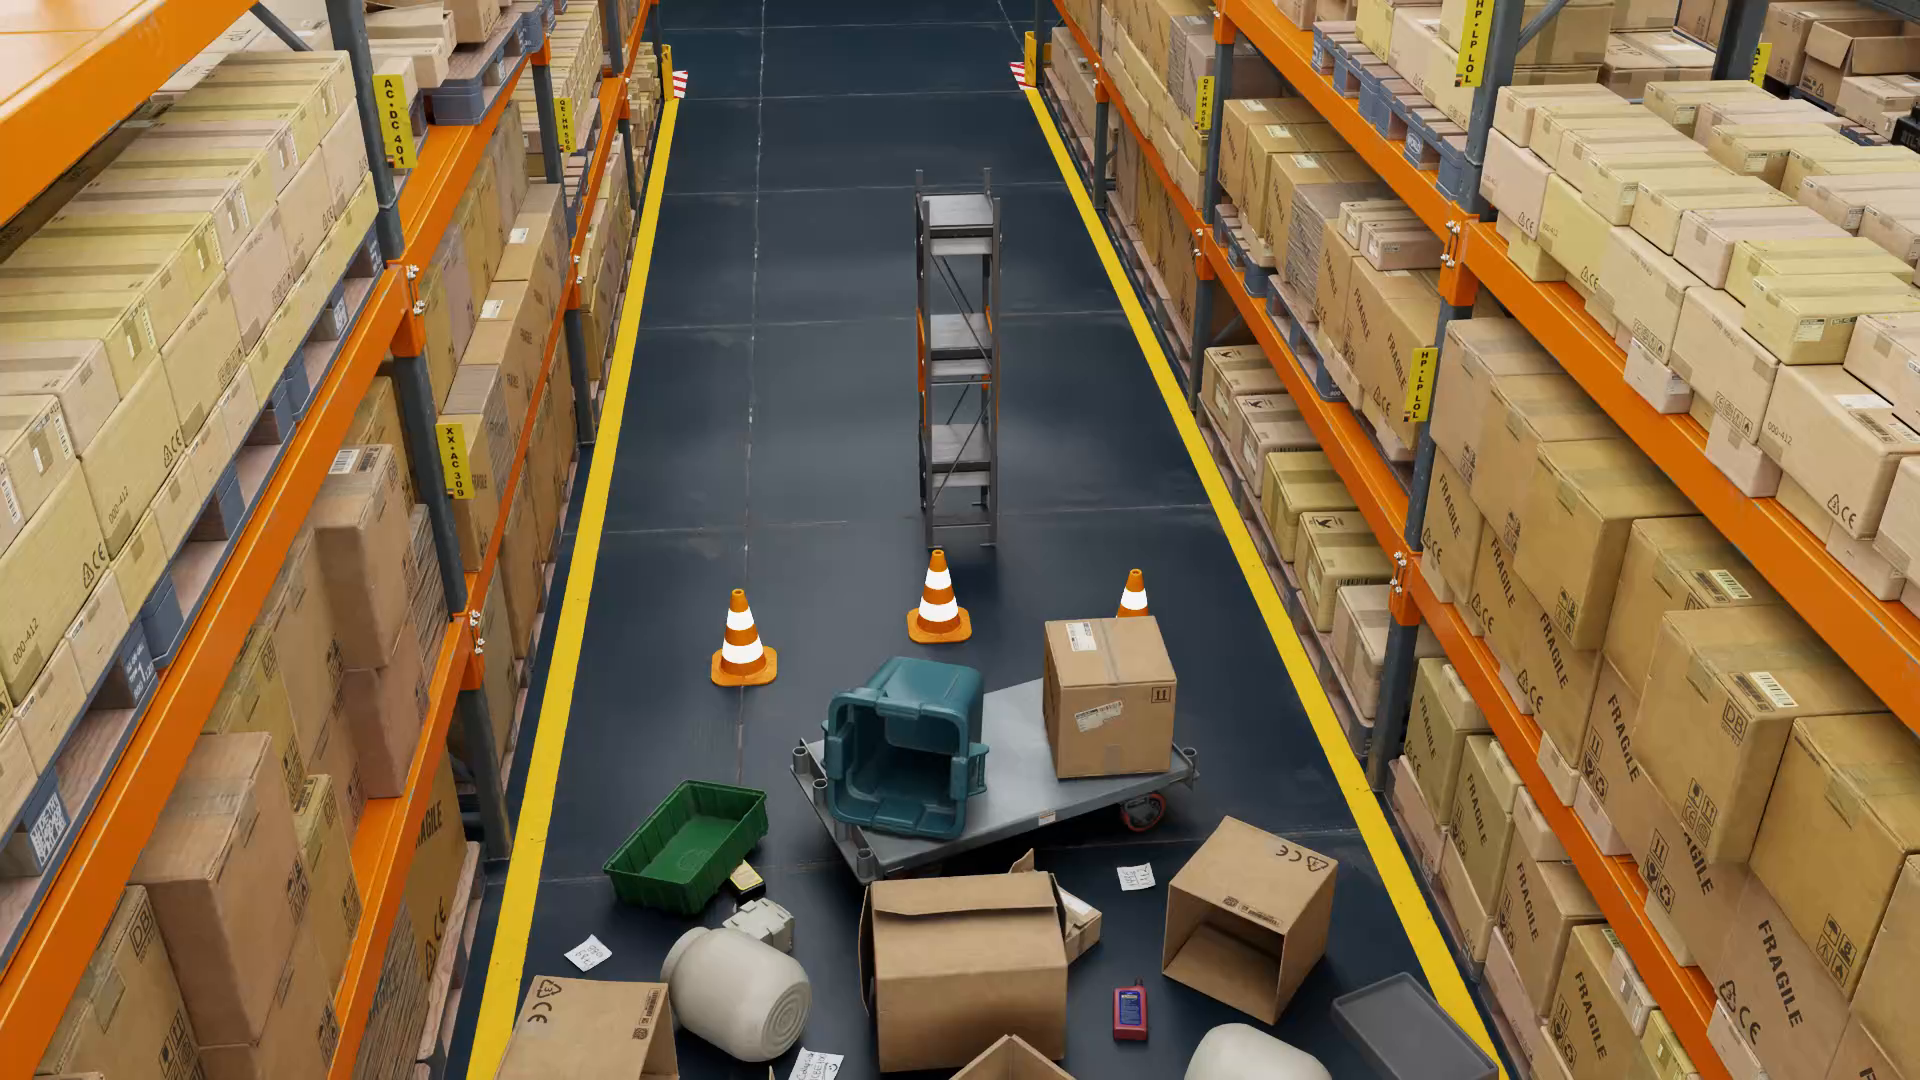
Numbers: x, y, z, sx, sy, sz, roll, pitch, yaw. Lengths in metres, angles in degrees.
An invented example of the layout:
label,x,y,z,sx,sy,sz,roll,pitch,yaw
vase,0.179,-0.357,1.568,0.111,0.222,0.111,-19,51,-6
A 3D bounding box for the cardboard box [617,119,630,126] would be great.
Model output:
label,x,y,z,sx,sy,sz,roll,pitch,yaw
cardboard box,-3.112,-3.622,14.680,0.380,0.149,0.250,-3,31,-5

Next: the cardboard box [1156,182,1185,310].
label,x,y,z,sx,sy,sz,roll,pitch,yaw
cardboard box,1.985,-2.281,12.307,0.875,0.875,0.875,-2,31,-4

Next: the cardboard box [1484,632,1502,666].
label,x,y,z,sx,sy,sz,roll,pitch,yaw
cardboard box,2.261,0.386,6.424,0.380,0.149,0.250,-3,31,-5

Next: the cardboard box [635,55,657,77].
label,x,y,z,sx,sy,sz,roll,pitch,yaw
cardboard box,-3.201,-4.693,16.472,0.380,0.149,0.250,-3,31,-6

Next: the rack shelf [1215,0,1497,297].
label,x,y,z,sx,sy,sz,roll,pitch,yaw
rack shelf,2.233,-2.159,8.216,1.077,0.370,4.000,-3,31,-5

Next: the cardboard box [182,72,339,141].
label,x,y,z,sx,sy,sz,roll,pitch,yaw
cardboard box,-2.124,-1.315,5.062,0.380,0.149,0.250,-3,31,-5

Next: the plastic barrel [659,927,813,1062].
label,x,y,z,sx,sy,sz,roll,pitch,yaw
plastic barrel,-0.866,1.742,6.421,0.512,0.421,0.421,20,36,29

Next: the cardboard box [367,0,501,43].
label,x,y,z,sx,sy,sz,roll,pitch,yaw
cardboard box,-2.431,-2.592,7.635,0.500,0.500,0.500,-3,31,-5

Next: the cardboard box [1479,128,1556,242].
label,x,y,z,sx,sy,sz,roll,pitch,yaw
cardboard box,2.189,-1.272,5.886,0.500,0.250,0.500,-3,31,-6

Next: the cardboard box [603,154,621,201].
label,x,y,z,sx,sy,sz,roll,pitch,yaw
cardboard box,-2.890,-2.752,12.730,0.500,0.250,0.500,-1,31,-2

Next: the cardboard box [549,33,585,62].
label,x,y,z,sx,sy,sz,roll,pitch,yaw
cardboard box,-2.922,-3.558,12.037,0.380,0.149,0.250,-4,31,-6

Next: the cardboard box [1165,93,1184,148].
label,x,y,z,sx,sy,sz,roll,pitch,yaw
cardboard box,1.697,-2.848,11.252,0.500,0.250,0.500,-4,31,-6

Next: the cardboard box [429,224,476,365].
label,x,y,z,sx,sy,sz,roll,pitch,yaw
cardboard box,-2.648,-1.116,7.621,0.700,0.500,0.500,-3,31,-4

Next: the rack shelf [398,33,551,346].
label,x,y,z,sx,sy,sz,roll,pitch,yaw
rack shelf,-2.686,-1.870,7.732,1.077,0.370,4.000,-3,31,-5

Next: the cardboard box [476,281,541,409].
label,x,y,z,sx,sy,sz,roll,pitch,yaw
cardboard box,-2.419,-0.966,8.346,0.500,0.500,0.500,-2,31,-4

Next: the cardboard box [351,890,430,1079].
label,x,y,z,sx,sy,sz,roll,pitch,yaw
cardboard box,-2.422,1.647,5.731,0.875,0.875,0.875,-3,31,-4

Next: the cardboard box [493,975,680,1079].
label,x,y,z,sx,sy,sz,roll,pitch,yaw
cardboard box,-1.332,1.946,6.003,0.500,0.500,0.500,2,31,4

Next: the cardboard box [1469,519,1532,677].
label,x,y,z,sx,sy,sz,roll,pitch,yaw
cardboard box,2.254,0.164,6.163,0.500,0.500,0.500,-3,31,-5

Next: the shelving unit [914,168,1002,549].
label,x,y,z,sx,sy,sz,roll,pitch,yaw
shelving unit,-0.015,-0.986,9.354,0.431,2.100,0.503,-3,31,-5

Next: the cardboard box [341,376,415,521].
label,x,y,z,sx,sy,sz,roll,pitch,yaw
cardboard box,-2.499,-0.208,5.974,0.875,0.550,0.550,-3,31,-5

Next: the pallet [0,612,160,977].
label,x,y,z,sx,sy,sz,roll,pitch,yaw
pallet,-2.205,0.544,3.075,1.003,0.211,1.213,-3,31,-5

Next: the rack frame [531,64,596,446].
label,x,y,z,sx,sy,sz,roll,pitch,yaw
rack frame,-2.873,-1.912,10.026,1.000,3.000,0.127,-3,31,-5

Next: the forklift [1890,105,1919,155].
label,x,y,z,sx,sy,sz,roll,pitch,yaw
forklift,4.756,-0.422,7.599,1.130,2.935,3.031,-3,31,-4

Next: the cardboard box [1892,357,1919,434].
label,x,y,z,sx,sy,sz,roll,pitch,yaw
cardboard box,2.452,-0.317,3.899,0.380,0.149,0.250,-3,31,-5

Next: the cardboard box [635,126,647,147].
label,x,y,z,sx,sy,sz,roll,pitch,yaw
cardboard box,-3.122,-3.772,15.512,0.380,0.149,0.250,-4,31,-6

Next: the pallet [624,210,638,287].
label,x,y,z,sx,sy,sz,roll,pitch,yaw
pallet,-3.172,-2.360,13.495,1.003,0.211,1.213,-3,31,-5

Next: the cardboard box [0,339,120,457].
label,x,y,z,sx,sy,sz,roll,pitch,yaw
cardboard box,-1.934,-0.278,3.326,0.380,0.149,0.250,-3,31,-5

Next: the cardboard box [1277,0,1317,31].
label,x,y,z,sx,sy,sz,roll,pitch,yaw
cardboard box,2.125,-3.047,8.904,0.700,0.500,0.500,-3,31,-5

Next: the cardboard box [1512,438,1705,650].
label,x,y,z,sx,sy,sz,roll,pitch,yaw
cardboard box,2.291,-0.004,5.469,0.700,0.500,0.500,-3,31,-6

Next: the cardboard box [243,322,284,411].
label,x,y,z,sx,sy,sz,roll,pitch,yaw
cardboard box,-2.026,-0.452,4.395,0.380,0.149,0.250,-3,31,-5

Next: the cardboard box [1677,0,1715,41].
label,x,y,z,sx,sy,sz,roll,pitch,yaw
cardboard box,6.437,-4.448,13.765,0.700,0.500,0.500,-2,31,-3

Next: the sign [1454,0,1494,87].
label,x,y,z,sx,sy,sz,roll,pitch,yaw
sign,1.868,-1.809,6.040,0.100,0.325,0.005,-3,31,-5

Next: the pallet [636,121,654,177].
label,x,y,z,sx,sy,sz,roll,pitch,yaw
pallet,-3.461,-3.723,15.777,1.003,0.211,1.213,-3,31,-5

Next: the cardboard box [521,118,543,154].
label,x,y,z,sx,sy,sz,roll,pitch,yaw
cardboard box,-2.723,-2.487,10.245,0.380,0.149,0.250,-3,31,-5

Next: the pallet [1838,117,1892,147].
label,x,y,z,sx,sy,sz,roll,pitch,yaw
pallet,6.855,-2.701,11.534,1.213,0.211,1.003,-3,31,-5

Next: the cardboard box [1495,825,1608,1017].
label,x,y,z,sx,sy,sz,roll,pitch,yaw
cardboard box,2.315,1.371,6.070,0.500,0.500,0.500,-1,31,-2

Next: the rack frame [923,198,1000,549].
label,x,y,z,sx,sy,sz,roll,pitch,yaw
rack frame,0.007,-0.861,9.145,0.400,2.100,0.015,-3,31,-5

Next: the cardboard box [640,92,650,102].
label,x,y,z,sx,sy,sz,roll,pitch,yaw
cardboard box,-3.170,-4.164,15.877,0.380,0.149,0.250,-1,31,-2

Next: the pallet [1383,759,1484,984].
label,x,y,z,sx,sy,sz,roll,pitch,yaw
pallet,2.518,1.380,7.235,1.003,0.211,1.213,-3,31,-5

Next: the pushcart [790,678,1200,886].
label,x,y,z,sx,sy,sz,roll,pitch,yaw
pushcart,0.155,1.102,7.538,1.648,0.377,0.936,-14,33,-22

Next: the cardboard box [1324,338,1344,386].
label,x,y,z,sx,sy,sz,roll,pitch,yaw
cardboard box,2.003,-0.876,8.127,0.380,0.149,0.250,-3,31,-4

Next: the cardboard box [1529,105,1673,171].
label,x,y,z,sx,sy,sz,roll,pitch,yaw
cardboard box,2.178,-1.373,5.666,0.380,0.149,0.250,-2,31,-3

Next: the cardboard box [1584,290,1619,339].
label,x,y,z,sx,sy,sz,roll,pitch,yaw
cardboard box,2.291,-0.780,5.451,0.380,0.149,0.250,-2,31,-3

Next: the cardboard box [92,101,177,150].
label,x,y,z,sx,sy,sz,roll,pitch,yaw
cardboard box,-2.732,-1.181,5.227,0.500,0.250,0.500,-3,31,-4

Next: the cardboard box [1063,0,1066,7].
label,x,y,z,sx,sy,sz,roll,pitch,yaw
cardboard box,1.226,-5.297,15.596,0.500,0.500,0.500,-2,31,-3

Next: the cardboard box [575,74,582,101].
label,x,y,z,sx,sy,sz,roll,pitch,yaw
cardboard box,-2.869,-3.164,11.667,0.380,0.149,0.250,-2,31,-3

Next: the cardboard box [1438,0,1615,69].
label,x,y,z,sx,sy,sz,roll,pitch,yaw
cardboard box,2.239,-2.067,6.609,0.500,0.250,0.500,-2,31,-3

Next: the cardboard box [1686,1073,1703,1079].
label,x,y,z,sx,sy,sz,roll,pitch,yaw
cardboard box,2.358,1.703,4.883,0.380,0.149,0.250,-2,31,-3

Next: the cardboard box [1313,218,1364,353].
label,x,y,z,sx,sy,sz,roll,pitch,yaw
cardboard box,2.059,-1.251,8.123,0.500,0.500,0.500,-2,31,-3

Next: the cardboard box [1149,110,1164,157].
label,x,y,z,sx,sy,sz,roll,pitch,yaw
cardboard box,1.646,-2.900,11.827,0.500,0.250,0.500,-3,31,-5

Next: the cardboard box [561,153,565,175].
label,x,y,z,sx,sy,sz,roll,pitch,yaw
cardboard box,-2.738,-2.360,10.611,0.380,0.149,0.250,-1,31,-2

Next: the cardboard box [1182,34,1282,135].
label,x,y,z,sx,sy,sz,roll,pitch,yaw
cardboard box,1.738,-2.924,10.649,0.500,0.500,0.500,-4,31,-6

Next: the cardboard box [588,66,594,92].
label,x,y,z,sx,sy,sz,roll,pitch,yaw
cardboard box,-2.943,-3.445,12.429,0.380,0.149,0.250,-4,31,-7

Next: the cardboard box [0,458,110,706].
label,x,y,z,sx,sy,sz,roll,pitch,yaw
cardboard box,-1.963,0.080,3.115,0.500,0.250,0.500,-3,31,-5
